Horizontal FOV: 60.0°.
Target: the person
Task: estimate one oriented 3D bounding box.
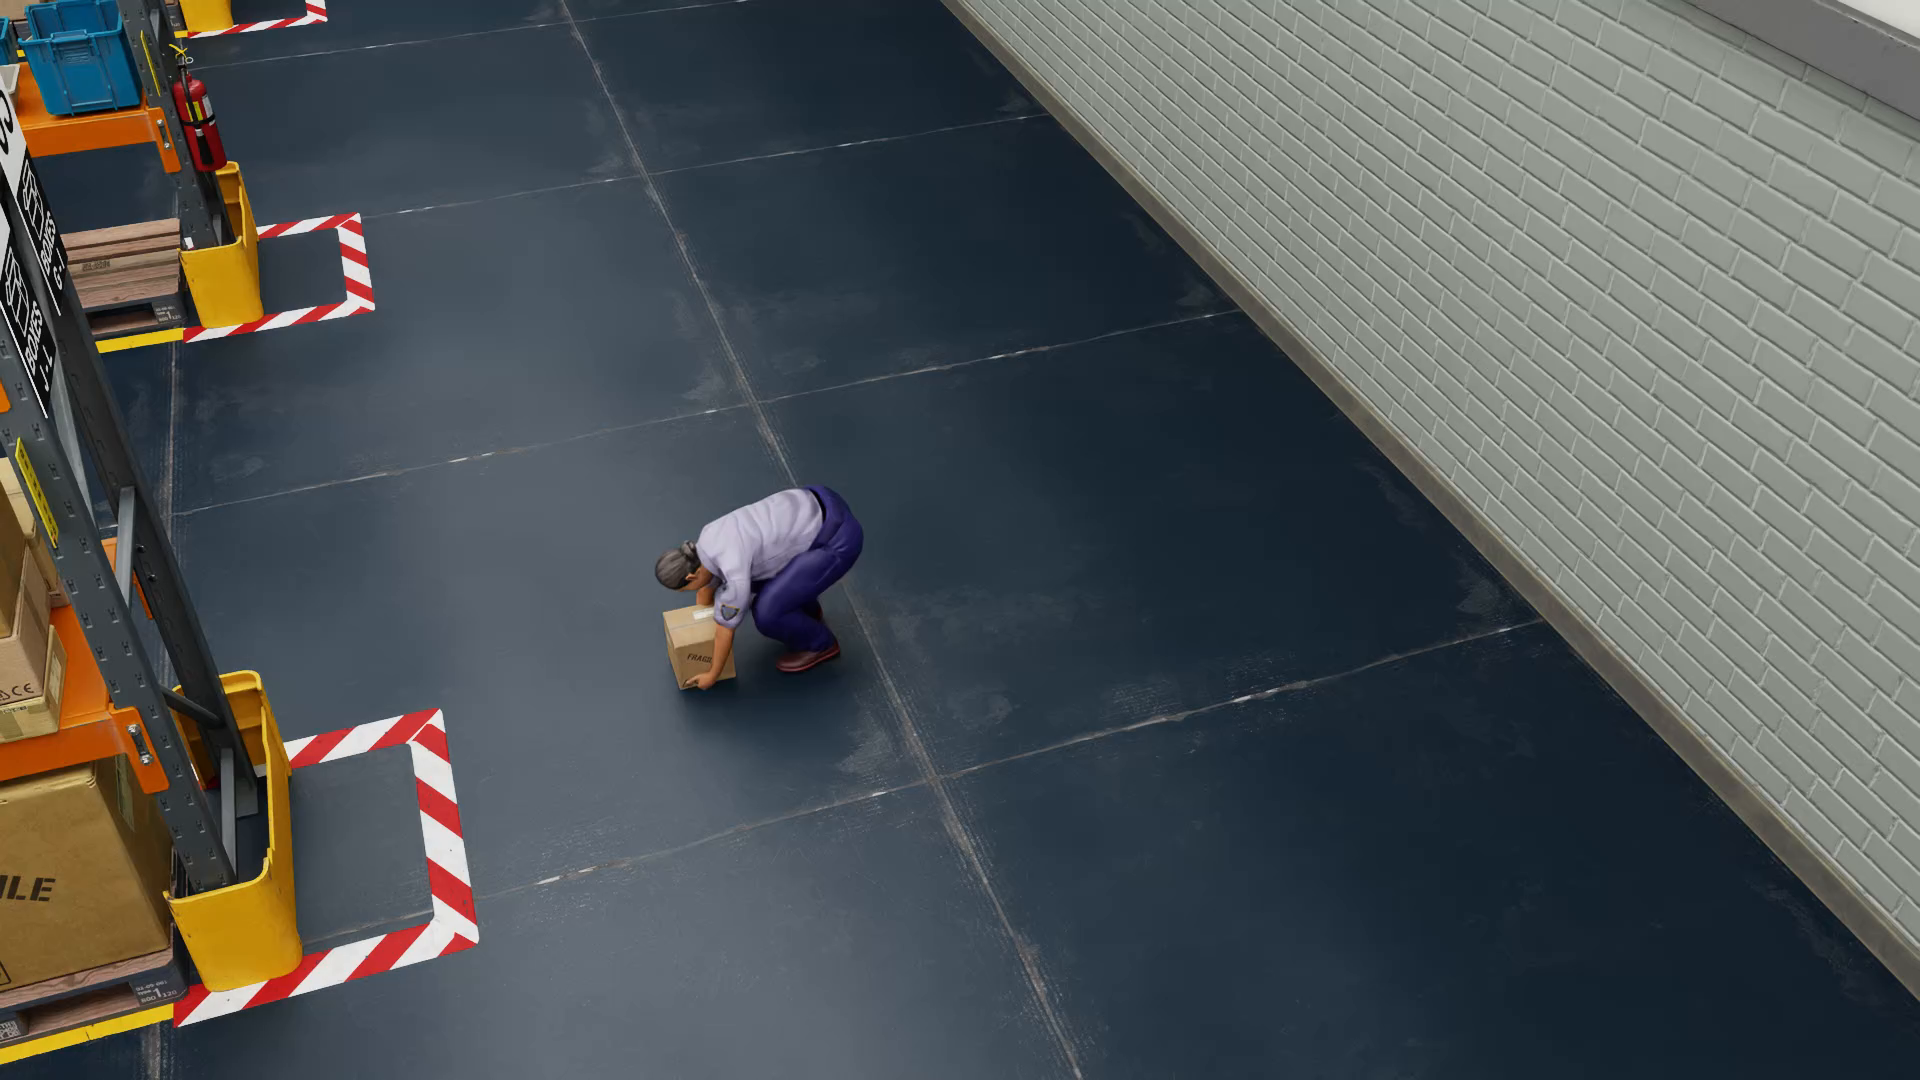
[{"bbox_3d":[-0.902,0.200,7.263,0.837,0.784,0.501,-14,40,-17],"label":"person"}]
